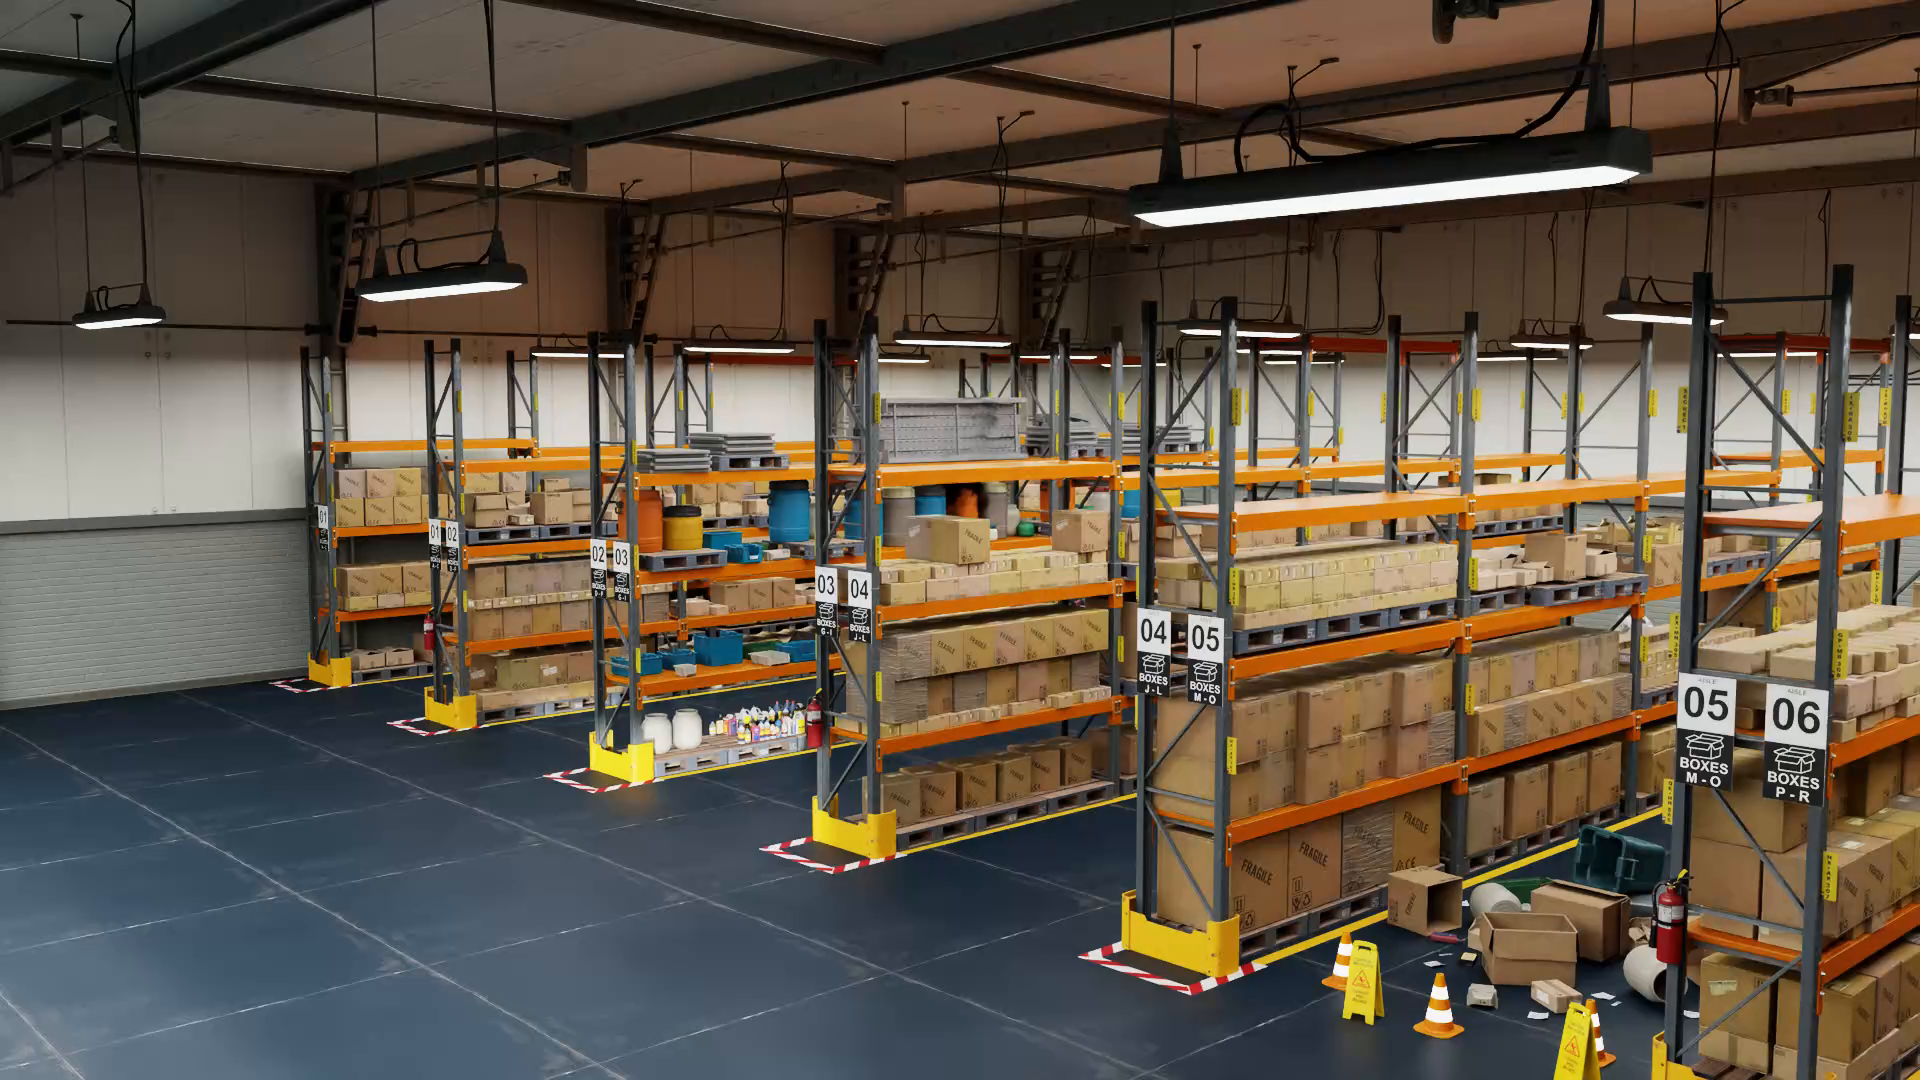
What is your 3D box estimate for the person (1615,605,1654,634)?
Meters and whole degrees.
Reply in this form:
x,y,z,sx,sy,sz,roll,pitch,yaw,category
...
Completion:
x,y,z,sx,sy,sz,roll,pitch,yaw,category
11.666,1.810,28.671,0.685,1.567,0.529,0,5,1,person
